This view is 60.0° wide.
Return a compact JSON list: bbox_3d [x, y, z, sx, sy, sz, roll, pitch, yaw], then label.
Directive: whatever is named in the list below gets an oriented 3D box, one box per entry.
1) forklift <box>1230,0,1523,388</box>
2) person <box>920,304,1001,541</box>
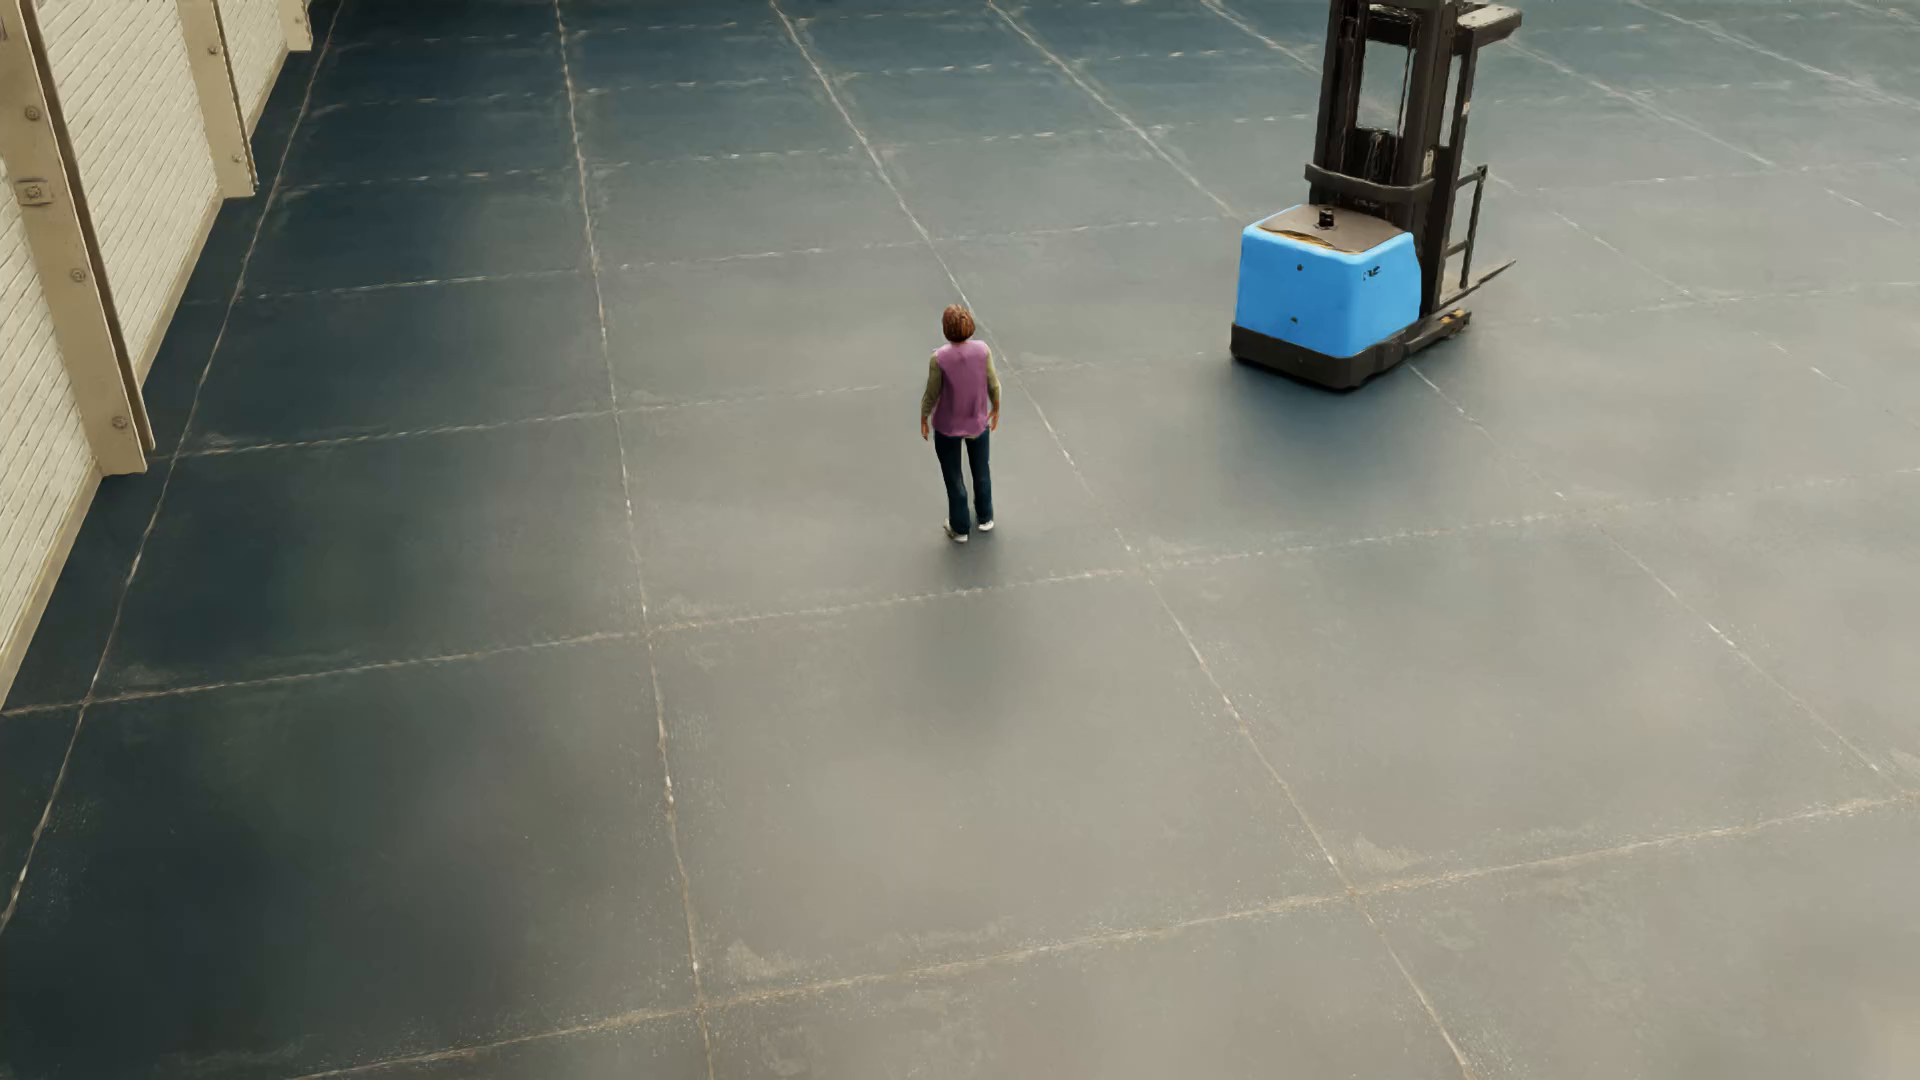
[{"bbox_3d":[3.469,-3.042,12.830,1.130,2.935,3.031,25,38,36],"label":"forklift"},{"bbox_3d":[-0.004,-0.735,10.162,0.520,1.597,0.474,-7,31,-12],"label":"person"}]
